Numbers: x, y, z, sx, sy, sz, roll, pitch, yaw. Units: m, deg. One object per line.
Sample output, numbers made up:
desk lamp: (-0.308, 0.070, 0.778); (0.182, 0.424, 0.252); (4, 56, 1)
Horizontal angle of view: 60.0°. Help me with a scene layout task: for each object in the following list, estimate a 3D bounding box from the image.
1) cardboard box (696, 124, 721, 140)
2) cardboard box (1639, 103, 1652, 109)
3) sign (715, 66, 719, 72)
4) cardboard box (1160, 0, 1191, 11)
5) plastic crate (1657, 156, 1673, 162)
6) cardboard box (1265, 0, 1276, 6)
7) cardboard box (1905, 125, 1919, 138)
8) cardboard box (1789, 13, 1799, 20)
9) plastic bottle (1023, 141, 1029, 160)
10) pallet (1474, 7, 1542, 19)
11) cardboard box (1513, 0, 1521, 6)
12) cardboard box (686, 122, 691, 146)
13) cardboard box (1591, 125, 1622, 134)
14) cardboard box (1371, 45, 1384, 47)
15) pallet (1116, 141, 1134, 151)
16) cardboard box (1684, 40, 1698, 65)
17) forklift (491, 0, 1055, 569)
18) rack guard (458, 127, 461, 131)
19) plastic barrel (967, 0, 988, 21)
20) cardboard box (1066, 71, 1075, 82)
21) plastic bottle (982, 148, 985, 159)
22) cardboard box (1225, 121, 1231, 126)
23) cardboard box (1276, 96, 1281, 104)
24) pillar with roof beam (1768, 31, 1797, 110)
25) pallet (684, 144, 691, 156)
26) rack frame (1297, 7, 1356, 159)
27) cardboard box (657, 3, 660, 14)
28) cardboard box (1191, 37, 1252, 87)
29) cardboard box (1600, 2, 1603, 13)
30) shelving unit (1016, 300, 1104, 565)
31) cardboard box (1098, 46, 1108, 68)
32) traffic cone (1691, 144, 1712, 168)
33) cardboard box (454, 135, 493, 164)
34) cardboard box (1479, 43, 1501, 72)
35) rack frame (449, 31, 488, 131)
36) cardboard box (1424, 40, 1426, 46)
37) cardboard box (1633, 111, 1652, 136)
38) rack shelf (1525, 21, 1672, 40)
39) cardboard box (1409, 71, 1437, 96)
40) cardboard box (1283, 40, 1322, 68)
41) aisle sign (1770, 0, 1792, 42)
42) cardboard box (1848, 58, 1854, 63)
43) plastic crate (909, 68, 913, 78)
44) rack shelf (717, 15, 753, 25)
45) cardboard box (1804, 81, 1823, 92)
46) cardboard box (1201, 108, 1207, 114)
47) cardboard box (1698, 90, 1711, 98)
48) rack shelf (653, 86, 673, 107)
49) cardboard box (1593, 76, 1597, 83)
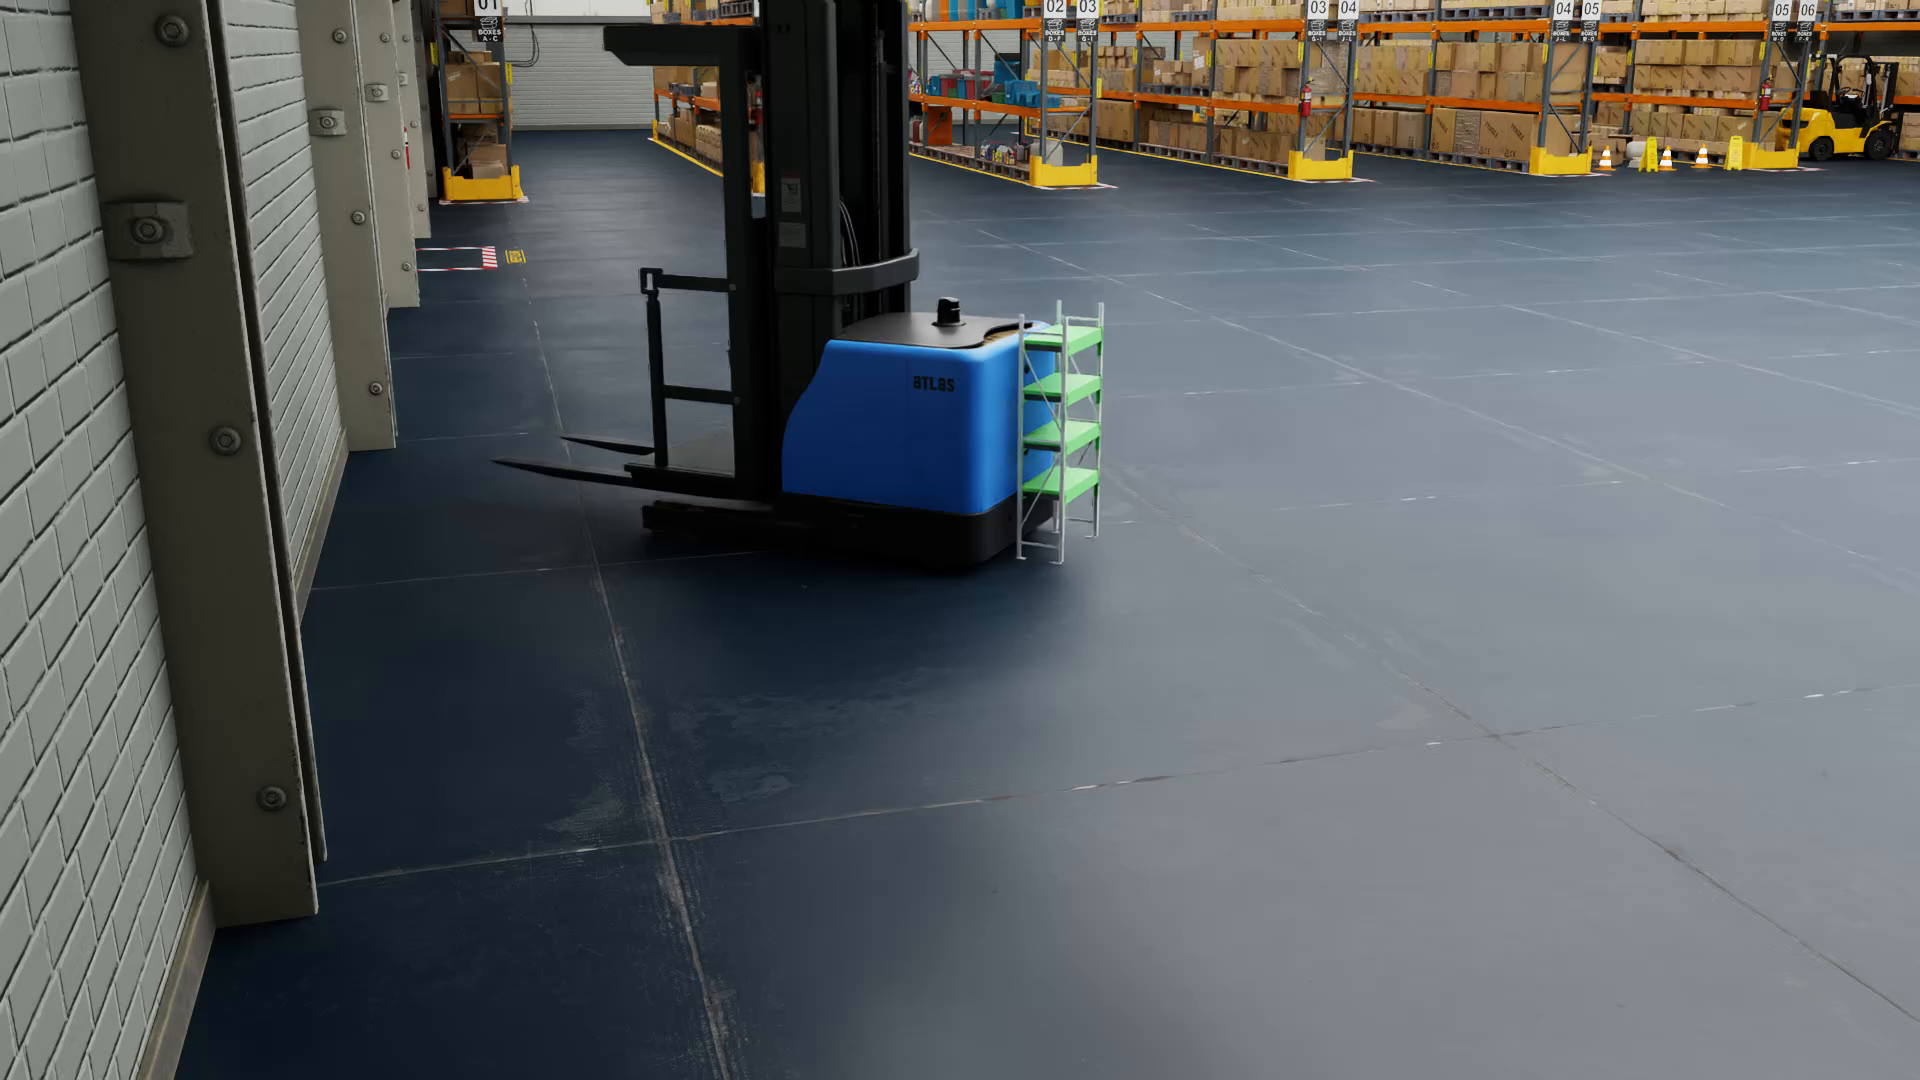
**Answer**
cardboard box: (-5.218, -8.495, 34.592); (0.500, 0.311, 0.500); (-4, 17, -13)
cardboard box: (18.011, -11.341, 43.481); (0.380, 0.149, 0.250); (-5, 17, -15)
sign: (-4.499, -8.874, 30.907); (0.100, 0.325, 0.005); (-5, 17, -15)
cardboard box: (4.609, -11.586, 35.553); (0.500, 0.500, 0.500); (-5, 17, -17)
plastic crate: (14.717, -8.072, 35.184); (0.402, 0.080, 0.583); (-12, 20, -34)
cardboard box: (5.918, -10.047, 31.040); (0.380, 0.149, 0.250); (-6, 18, -18)
cardboard box: (20.383, -8.629, 35.146); (0.500, 0.250, 0.500); (-5, 17, -16)
cardboard box: (16.395, -10.296, 32.738); (0.380, 0.149, 0.250); (-5, 17, -15)
plastic bottle: (1.290, -7.528, 32.138); (0.144, 0.351, 0.185); (-6, 18, -18)
pallet: (10.889, -10.380, 32.734); (1.003, 0.211, 1.213); (-5, 17, -15)
cardboard box: (10.816, -10.284, 31.795); (0.380, 0.149, 0.250); (-5, 17, -15)
cardboard box: (-5.704, -8.907, 36.469); (0.500, 0.500, 0.500); (-5, 18, -17)
cardboard box: (14.727, -9.255, 37.887); (0.950, 0.372, 0.625); (-4, 17, -12)
cardboard box: (11.783, -13.517, 46.327); (0.500, 0.500, 0.500); (-5, 17, -17)
pallet: (4.302, -9.181, 38.648); (1.003, 0.211, 1.213); (-5, 17, -15)
cardboard box: (15.449, -10.078, 34.361); (0.700, 0.500, 0.500); (-5, 17, -16)
forklift: (-1.067, -1.532, 8.457); (3.031, 2.935, 1.130); (8, 18, 24)
rack guard: (-12.046, -10.139, 41.338); (1.175, 0.500, 0.348); (-5, 17, -15)
plastic barrel: (0.435, -10.594, 32.421); (0.600, 0.901, 0.708); (-5, 17, -15)
cardboard box: (2.974, -11.570, 41.501); (0.500, 0.250, 0.500); (-5, 17, -16)
plastic bottle: (0.478, -7.514, 32.351); (0.097, 0.201, 0.097); (0, 17, 0)
cardboard box: (7.319, -11.108, 44.442); (0.380, 0.149, 0.250); (-5, 17, -15)
cardboard box: (6.128, -8.226, 31.060); (0.380, 0.149, 0.250); (-5, 17, -15)
pillar with roof beam: (15.832, -13.712, 38.460); (9.100, 9.000, 0.400); (-5, 17, -15)
pallet: (-5.580, -8.721, 37.117); (1.003, 0.211, 1.213); (-5, 17, -15)
rack frame: (6.645, -8.079, 30.134); (1.000, 3.000, 0.127); (-5, 17, -15)
cardboard box: (-6.979, -12.749, 39.858); (0.500, 0.250, 0.500); (-5, 17, -15)
cardboard box: (5.462, -9.905, 34.439); (1.000, 1.000, 1.000); (-5, 17, -15)
cardboard box: (14.501, -11.967, 37.392); (0.500, 0.250, 0.500); (-4, 17, -15)
shelving unit: (0.489, -0.534, 8.143); (0.258, 1.200, 0.503); (7, 18, 23)
cardboard box: (3.708, -11.560, 39.804); (0.797, 0.503, 0.637); (-5, 17, -15)
traffic cone: (14.815, -7.665, 33.164); (0.336, 0.463, 0.334); (-5, 17, -15)
cardboard box: (-9.151, -7.365, 31.339); (0.700, 0.500, 0.500); (-5, 17, -16)
cardboard box: (10.843, -9.585, 33.009); (0.875, 0.550, 0.500); (-5, 17, -15)
rack frame: (-12.040, -11.330, 40.957); (1.000, 3.000, 0.127); (-5, 17, -15)
cardboard box: (12.517, -13.161, 44.012); (0.380, 0.149, 0.250); (-4, 17, -14)
cardboard box: (14.977, -9.028, 36.039); (0.500, 0.500, 0.500); (-4, 17, -13)
rack shelf: (14.525, -11.614, 37.939); (1.077, 0.370, 4.000); (-5, 17, -15)
cardboard box: (9.942, -9.721, 35.426); (0.500, 0.500, 0.500); (-5, 17, -16)
cardboard box: (6.256, -8.881, 30.374); (0.500, 0.500, 0.500); (-5, 17, -15)
aisle sign: (15.912, -10.068, 32.235); (0.394, 0.787, 0.004); (-5, 17, -15)
cardboard box: (19.886, -10.617, 36.764); (0.380, 0.149, 0.250); (-5, 17, -16)
plastic crate: (-1.419, -11.333, 40.751); (0.402, 0.464, 0.583); (-5, 17, -15)
rack shelf: (-3.430, -8.942, 29.044); (1.077, 0.370, 4.000); (-5, 17, -15)
cardboard box: (19.456, -10.409, 38.152); (0.500, 0.250, 0.500); (-4, 17, -14)
cardboard box: (6.862, -11.818, 45.772); (0.380, 0.149, 0.250); (-6, 18, -18)
cardboard box: (15.446, -9.177, 34.226); (0.380, 0.149, 0.250); (-5, 17, -16)
rack shelf: (-6.728, -10.825, 40.526); (1.077, 0.370, 4.000); (-5, 17, -15)
cardboard box: (14.433, -10.383, 37.512); (0.380, 0.149, 0.250); (-5, 17, -15)
